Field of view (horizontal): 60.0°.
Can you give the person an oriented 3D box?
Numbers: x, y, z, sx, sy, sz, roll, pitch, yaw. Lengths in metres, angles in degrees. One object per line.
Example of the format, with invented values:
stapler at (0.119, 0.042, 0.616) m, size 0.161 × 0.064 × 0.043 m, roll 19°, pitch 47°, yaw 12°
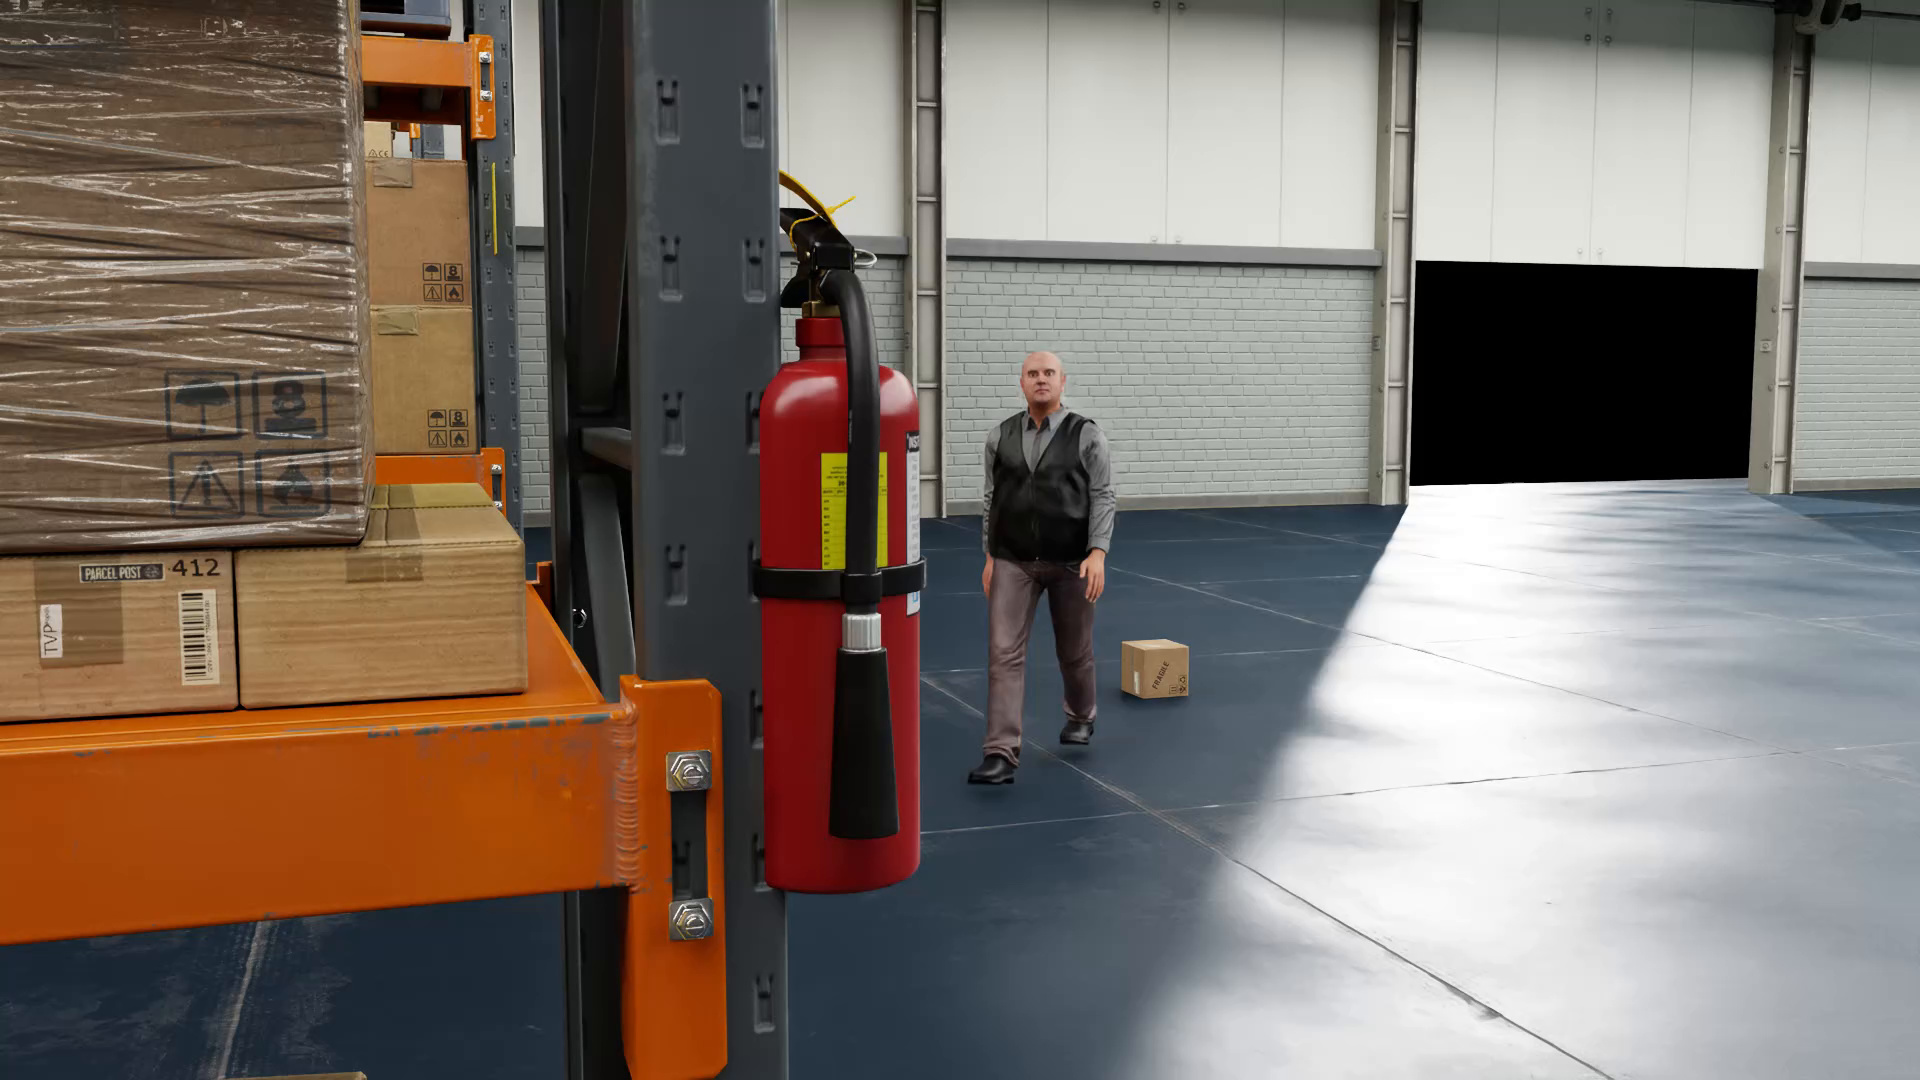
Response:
person at (0.330, 0.090, 6.572) m, size 0.567 × 1.666 × 1.071 m, roll 1°, pitch 6°, yaw 11°
